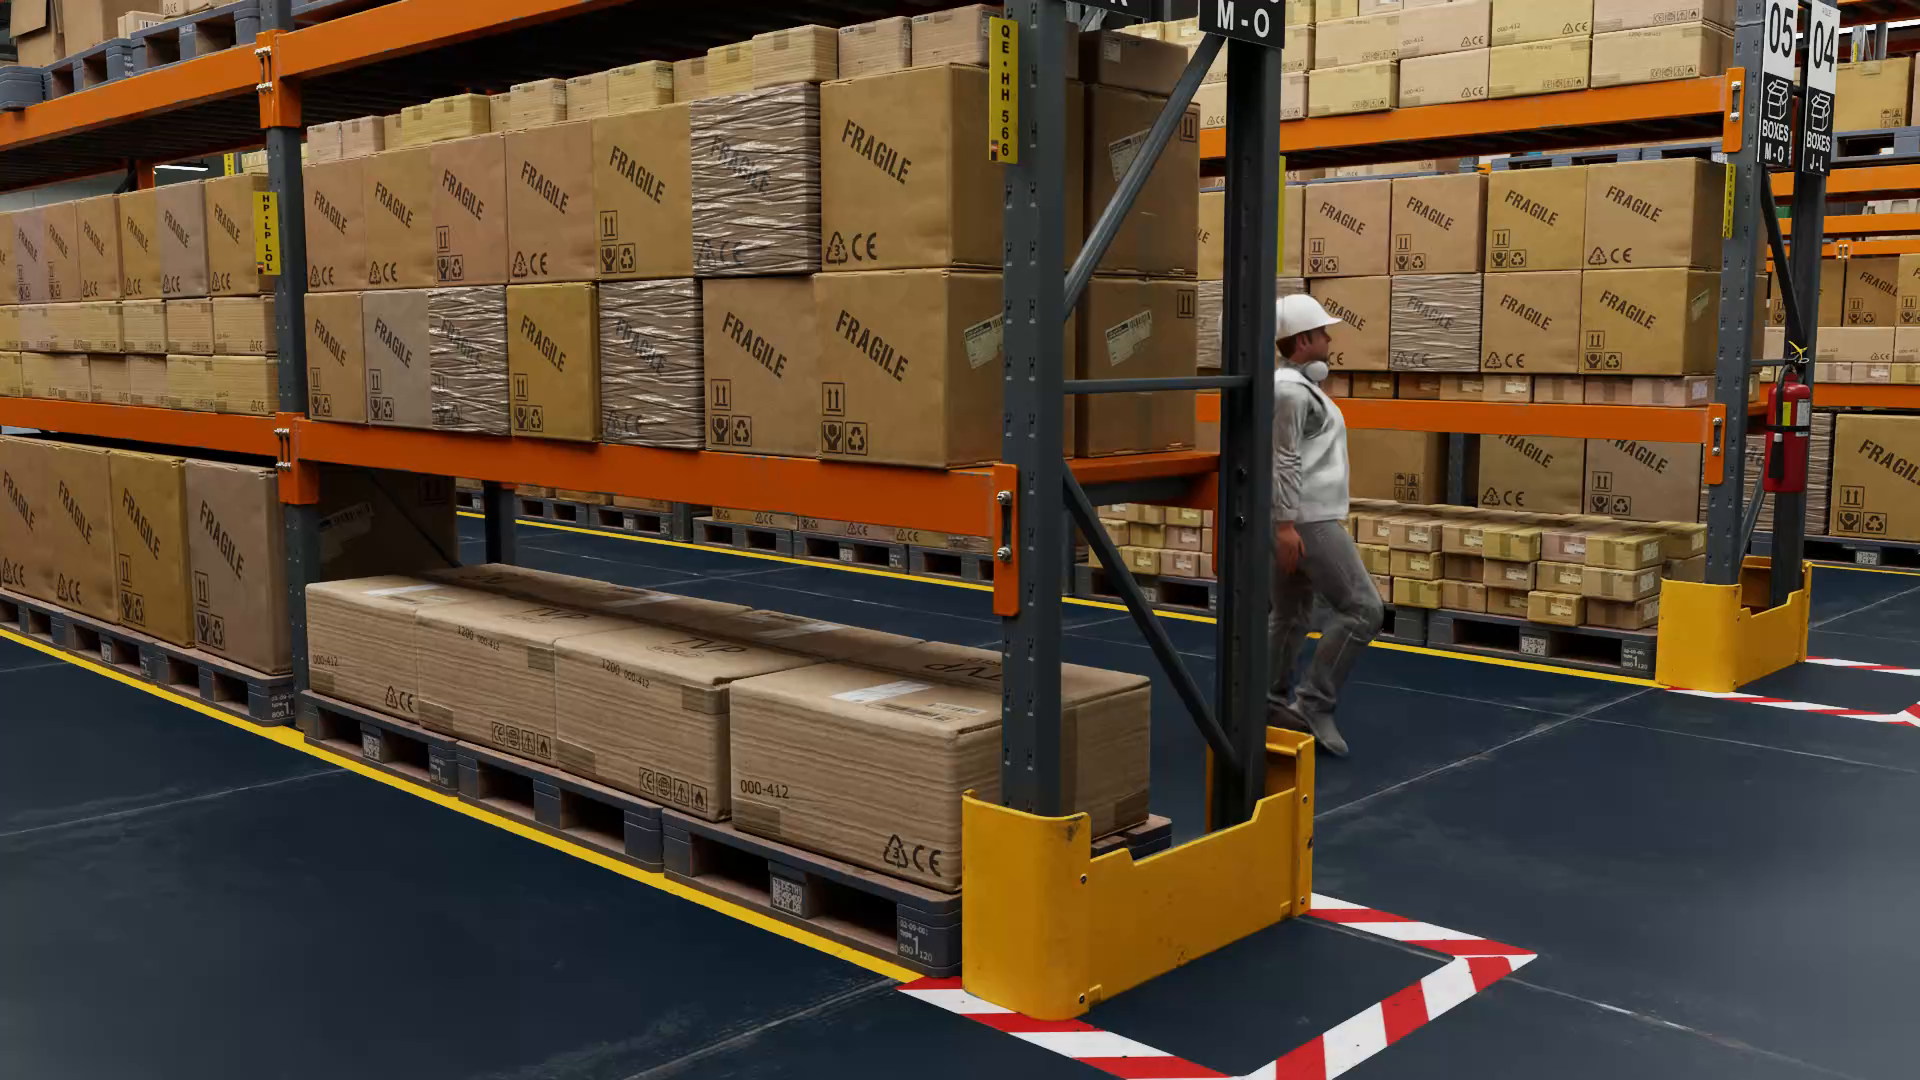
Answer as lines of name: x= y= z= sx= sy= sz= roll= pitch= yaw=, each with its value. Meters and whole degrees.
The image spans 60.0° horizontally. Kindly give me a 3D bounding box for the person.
person: x=1.403 y=-0.056 z=6.587 sx=0.524 sy=1.814 sz=0.576 roll=1 pitch=7 yaw=7
